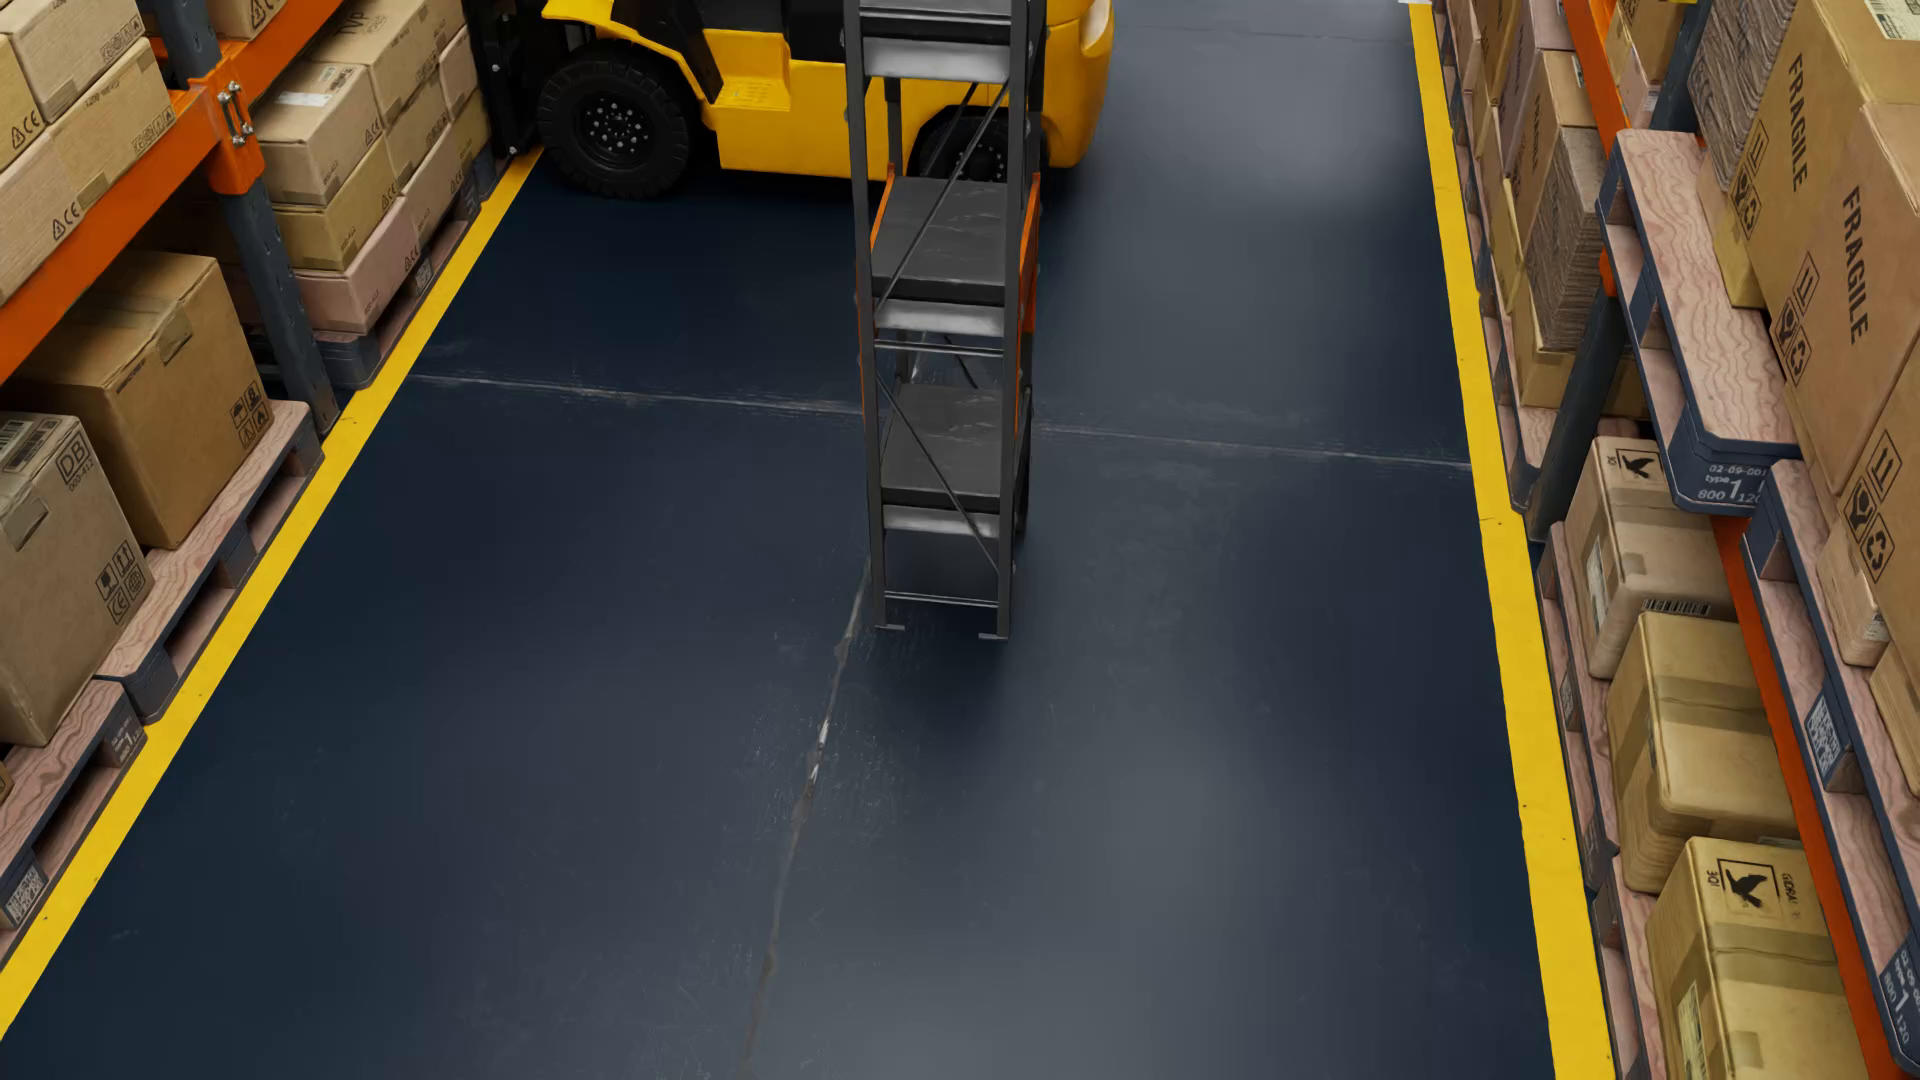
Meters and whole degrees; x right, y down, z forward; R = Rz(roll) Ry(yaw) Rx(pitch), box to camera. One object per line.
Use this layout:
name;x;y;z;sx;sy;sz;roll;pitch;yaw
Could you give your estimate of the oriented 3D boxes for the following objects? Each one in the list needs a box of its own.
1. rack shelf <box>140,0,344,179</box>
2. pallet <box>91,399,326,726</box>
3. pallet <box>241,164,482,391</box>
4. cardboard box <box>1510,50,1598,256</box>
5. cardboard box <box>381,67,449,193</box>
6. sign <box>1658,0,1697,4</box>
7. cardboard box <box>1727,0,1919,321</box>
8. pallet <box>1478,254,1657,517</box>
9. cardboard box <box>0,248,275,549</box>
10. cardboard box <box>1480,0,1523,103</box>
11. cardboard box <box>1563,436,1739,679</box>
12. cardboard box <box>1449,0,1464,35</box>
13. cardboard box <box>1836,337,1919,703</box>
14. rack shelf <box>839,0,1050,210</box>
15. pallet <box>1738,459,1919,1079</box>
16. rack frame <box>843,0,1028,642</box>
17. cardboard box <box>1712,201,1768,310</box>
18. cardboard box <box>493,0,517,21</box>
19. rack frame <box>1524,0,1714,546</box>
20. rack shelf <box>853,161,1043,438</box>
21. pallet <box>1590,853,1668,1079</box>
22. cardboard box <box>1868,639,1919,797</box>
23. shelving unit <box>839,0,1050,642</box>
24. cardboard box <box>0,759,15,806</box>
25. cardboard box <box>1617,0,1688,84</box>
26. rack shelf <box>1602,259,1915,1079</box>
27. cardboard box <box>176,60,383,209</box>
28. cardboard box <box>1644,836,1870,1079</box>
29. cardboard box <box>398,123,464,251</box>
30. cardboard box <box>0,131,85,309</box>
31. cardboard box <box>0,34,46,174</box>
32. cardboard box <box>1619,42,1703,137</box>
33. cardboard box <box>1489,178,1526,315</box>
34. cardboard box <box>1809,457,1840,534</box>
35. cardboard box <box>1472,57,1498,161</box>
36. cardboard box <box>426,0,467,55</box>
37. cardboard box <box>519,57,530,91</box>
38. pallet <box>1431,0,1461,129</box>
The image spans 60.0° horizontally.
rack shelf;-2.362;-2.625;6.364;1.077;0.370;4.000;5;44;6
pallet;-2.685;-0.005;5.101;1.003;0.211;1.213;5;44;6
pallet;-2.480;-1.049;6.204;1.003;0.211;1.213;5;44;6
cardboard box;2.172;-1.275;5.564;0.500;0.500;0.500;6;44;6
cardboard box;-2.192;-1.504;5.987;0.500;0.250;0.500;5;44;5
sign;1.755;-1.433;3.952;0.100;0.325;0.005;5;44;6
cardboard box;1.882;-0.736;3.251;0.500;0.500;0.500;5;44;6
pallet;2.348;-0.523;5.648;1.003;0.211;1.213;5;44;6
cardboard box;-2.684;-0.456;4.972;0.875;0.625;0.625;7;44;7
cardboard box;2.301;-1.988;6.317;0.500;0.500;0.500;6;44;6
cardboard box;2.227;0.085;4.584;0.950;0.372;0.625;6;44;6
cardboard box;2.442;-2.430;7.329;0.500;0.250;0.500;5;44;5
cardboard box;1.746;-0.049;2.526;0.500;0.500;0.500;4;44;4
rack shelf;-0.022;-1.148;3.937;0.431;0.518;0.480;5;44;6
pallet;1.987;0.369;2.819;1.003;0.211;1.213;5;44;6
rack frame;-0.054;-0.483;4.233;0.400;2.100;0.015;5;44;6
cardboard box;1.866;-0.618;3.599;0.380;0.149;0.250;6;44;6
cardboard box;-2.046;-2.189;6.711;0.500;0.250;0.500;5;44;5
rack frame;2.294;-1.074;4.203;1.000;3.000;0.127;5;44;6
rack shelf;-0.022;-0.640;4.418;0.431;0.518;0.480;5;44;6
pallet;2.034;1.303;3.721;1.003;0.211;1.213;5;44;6
cardboard box;1.702;0.283;2.647;0.380;0.149;0.250;4;44;4
shelving unit;-0.022;-0.650;4.409;0.431;2.100;0.503;5;44;6
cardboard box;-2.892;0.584;3.873;0.875;0.625;0.625;4;44;4
cardboard box;2.106;-1.544;4.410;0.500;0.500;0.500;4;44;4
rack shelf;2.030;0.550;3.011;1.077;0.370;4.000;5;44;6
cardboard box;-2.251;-1.341;5.452;0.500;0.250;0.500;5;44;5
cardboard box;2.045;1.049;3.566;0.950;0.372;0.625;7;44;7
cardboard box;-2.182;-1.324;6.161;0.500;0.250;0.500;4;44;5
cardboard box;-2.495;-0.758;3.978;0.500;0.250;0.500;5;44;5
cardboard box;-2.499;-0.941;3.807;0.500;0.250;0.500;4;44;4
cardboard box;2.035;-1.230;4.550;0.380;0.149;0.250;5;44;5
cardboard box;2.166;-1.019;5.839;0.500;0.250;0.500;4;44;4
cardboard box;1.795;-0.078;3.028;0.380;0.149;0.250;6;44;6
cardboard box;2.308;-1.710;6.568;0.500;0.250;0.500;8;44;8
cardboard box;-2.119;-2.029;6.178;0.500;0.250;0.500;7;44;7
cardboard box;-2.043;-2.020;6.896;0.500;0.250;0.500;7;44;7
pallet;2.671;-2.186;7.405;1.003;0.211;1.213;5;44;6
